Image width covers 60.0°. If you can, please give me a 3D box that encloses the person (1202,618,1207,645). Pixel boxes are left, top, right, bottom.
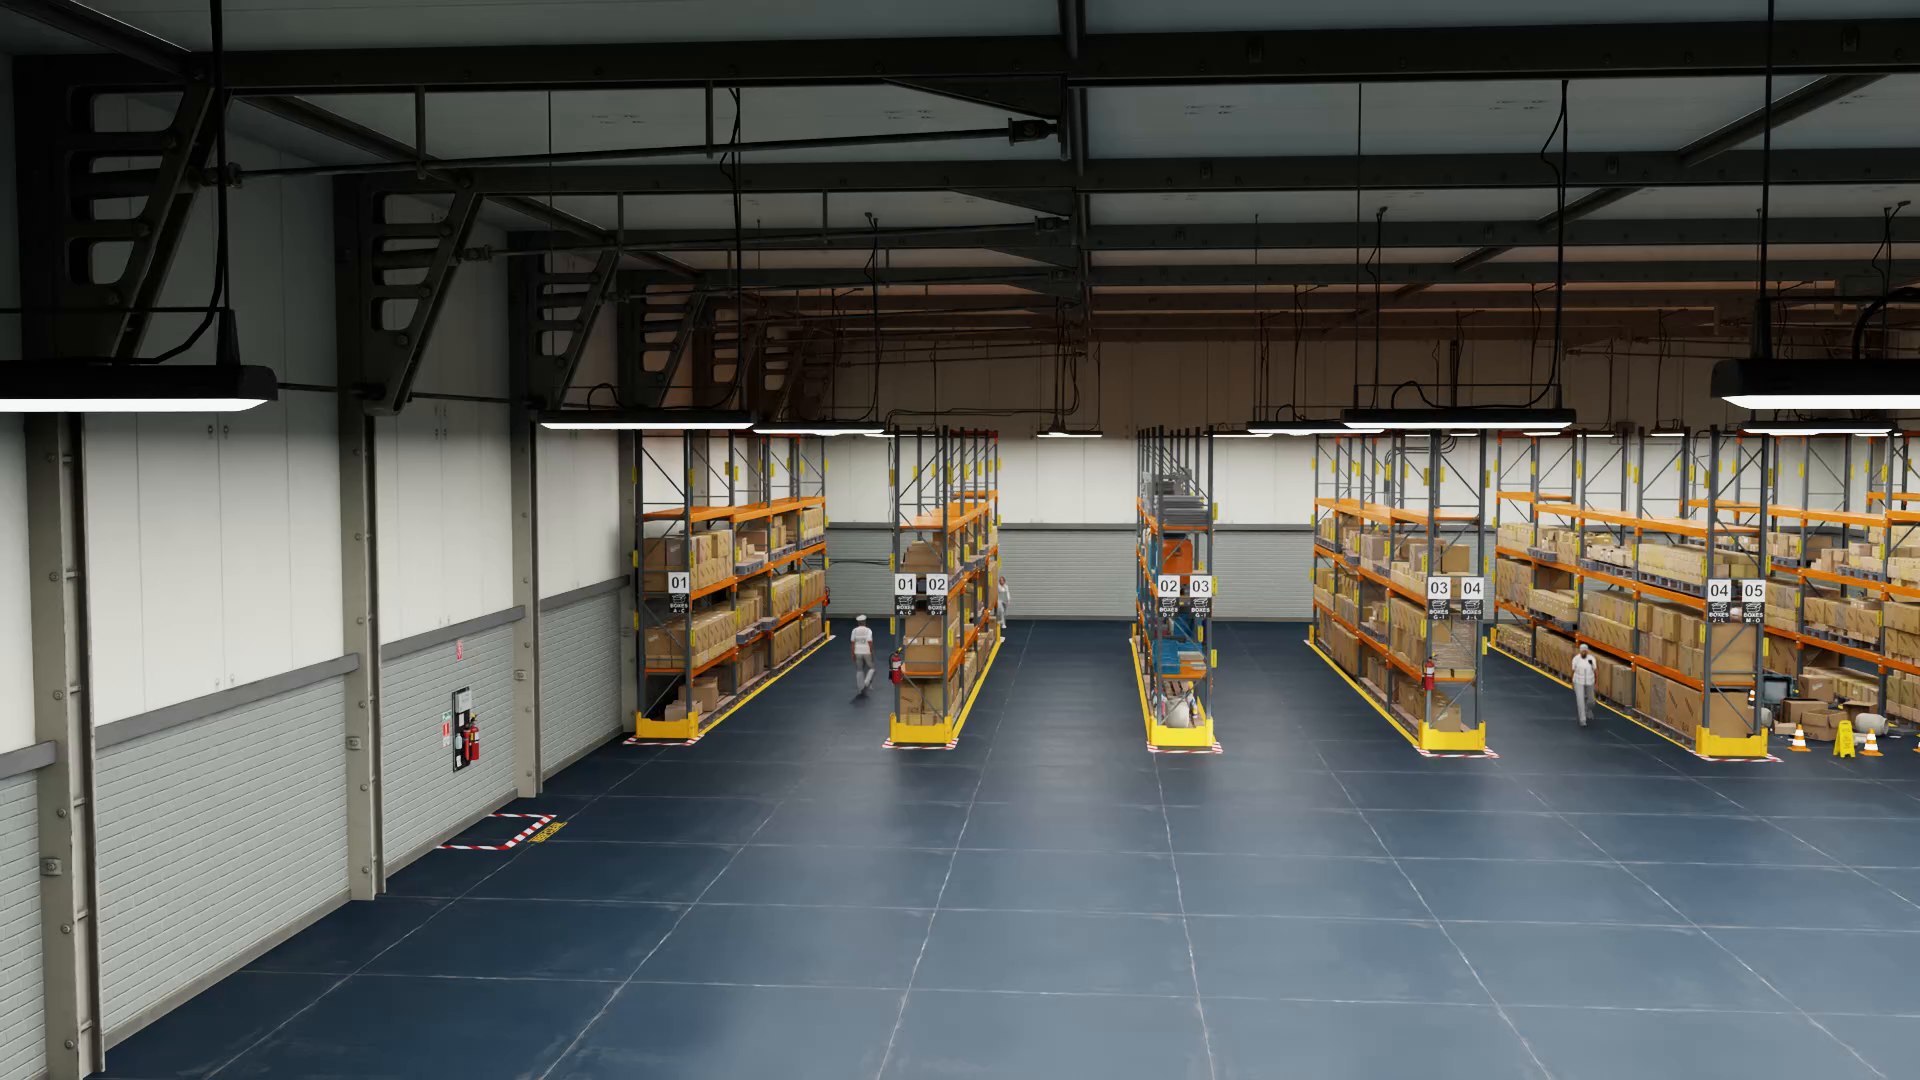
[{"bbox_3d":[6.732,2.140,46.389,0.555,1.694,0.545,0,3,-7],"label":"person"}]

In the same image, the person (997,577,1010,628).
[{"bbox_3d":[1.280,1.886,50.679,0.418,1.540,0.980,-1,4,-21],"label":"person"}]

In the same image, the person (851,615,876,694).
[{"bbox_3d":[-2.184,2.578,37.526,0.596,1.764,0.515,1,4,14],"label":"person"}]

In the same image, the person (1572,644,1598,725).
[{"bbox_3d":[12.614,2.888,33.578,0.504,1.624,0.895,1,4,13],"label":"person"}]

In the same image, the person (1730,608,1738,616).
[{"bbox_3d":[18.192,2.492,38.993,0.538,1.789,0.529,-1,4,-15],"label":"person"}]
